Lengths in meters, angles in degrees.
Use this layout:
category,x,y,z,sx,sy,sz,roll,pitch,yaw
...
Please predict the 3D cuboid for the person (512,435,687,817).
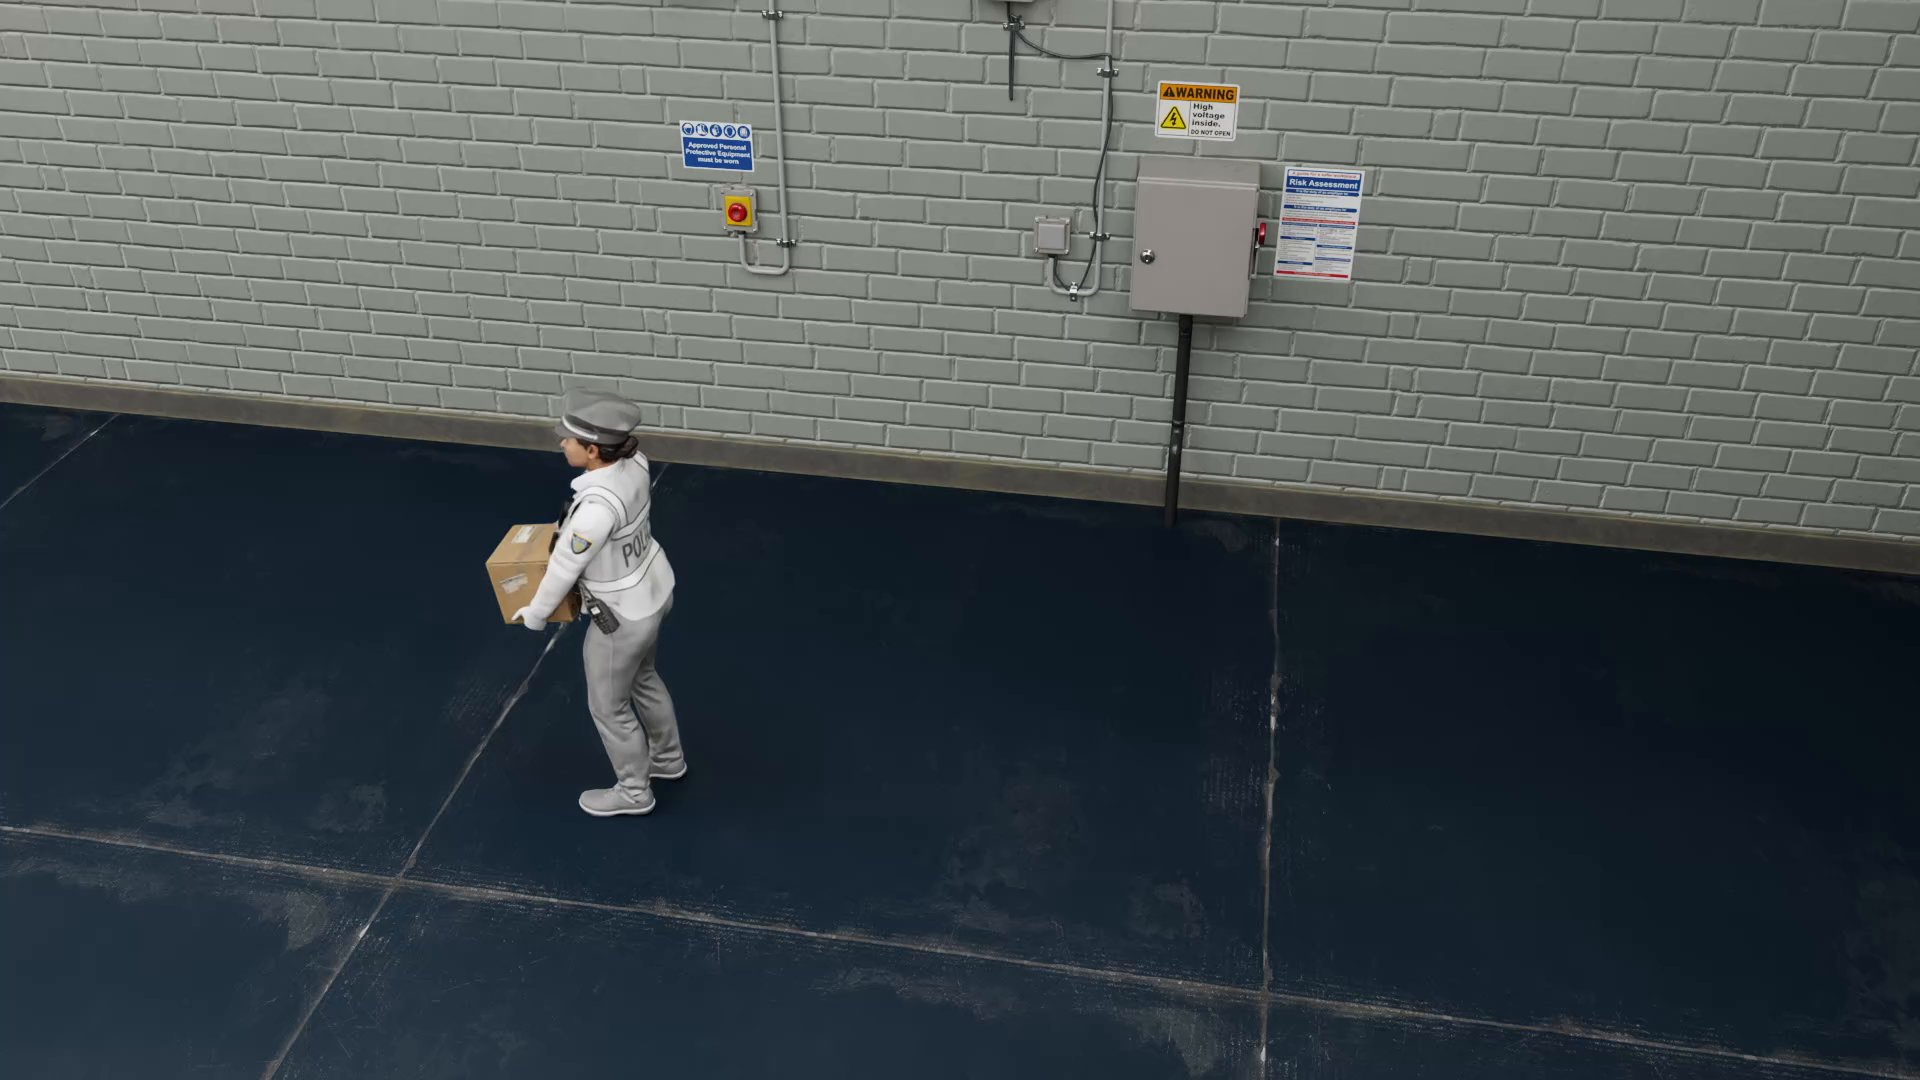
category,x,y,z,sx,sy,sz,roll,pitch,yaw
person,-1.254,0.249,5.765,0.522,1.655,0.416,5,33,7
